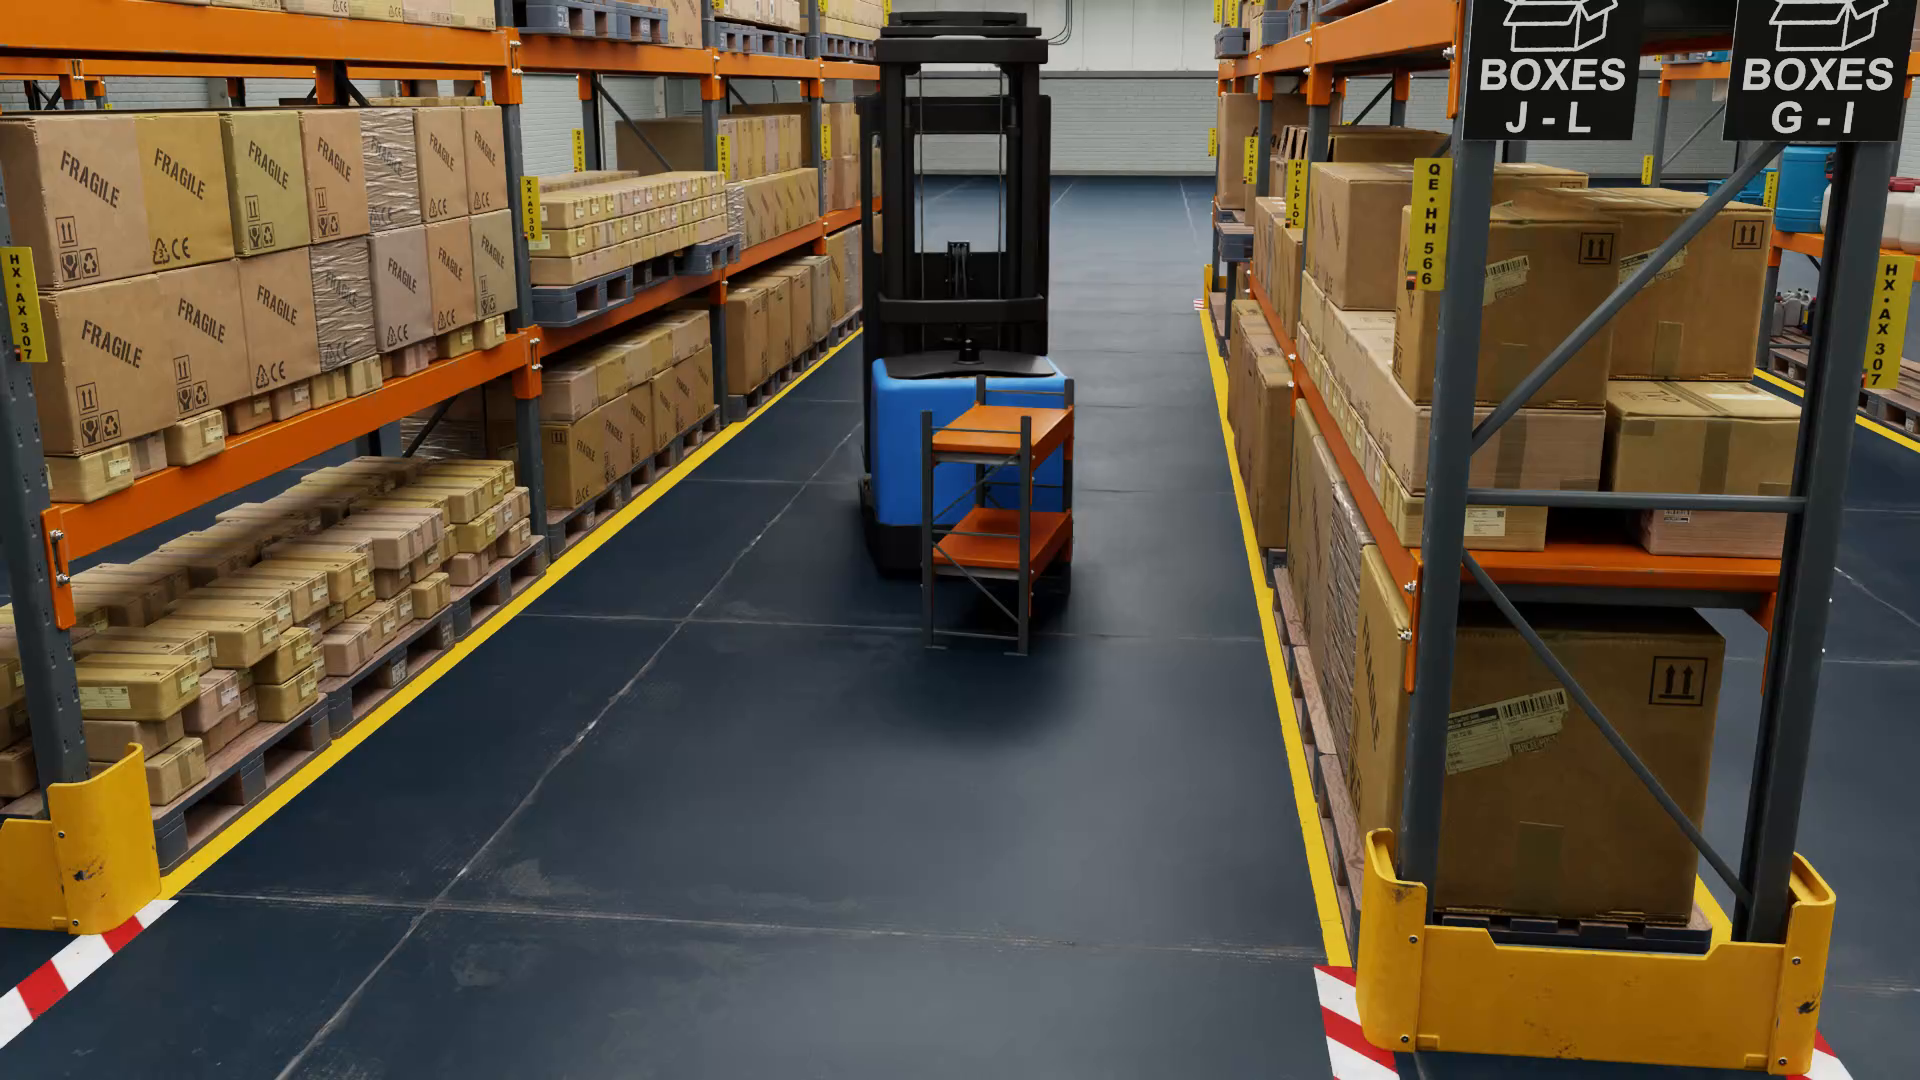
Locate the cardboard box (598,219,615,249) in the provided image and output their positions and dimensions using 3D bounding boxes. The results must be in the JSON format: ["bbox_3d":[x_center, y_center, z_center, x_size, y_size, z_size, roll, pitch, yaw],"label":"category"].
[{"bbox_3d":[-2.195,-1.751,9.498,0.380,0.149,0.250,2,15,8],"label":"cardboard box"}]

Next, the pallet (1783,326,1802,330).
[{"bbox_3d":[8.240,-2.204,17.409,1.003,0.211,1.213,2,15,6],"label":"pallet"}]

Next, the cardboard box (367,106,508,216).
[{"bbox_3d":[-2.537,-1.848,8.072,0.500,0.500,0.500,1,15,4],"label":"cardboard box"}]

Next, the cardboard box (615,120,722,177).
[{"bbox_3d":[-2.241,-2.988,12.858,0.700,0.500,0.500,2,15,6],"label":"cardboard box"}]

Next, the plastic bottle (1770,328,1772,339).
[{"bbox_3d":[7.719,-2.025,15.922,0.097,0.201,0.097,0,15,0],"label":"plastic bottle"}]

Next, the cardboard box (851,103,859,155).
[{"bbox_3d":[-1.578,-4.486,18.150,0.875,0.550,0.500,2,15,6],"label":"cardboard box"}]

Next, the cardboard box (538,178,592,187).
[{"bbox_3d":[-2.665,-2.323,11.043,0.380,0.149,0.250,2,15,9],"label":"cardboard box"}]

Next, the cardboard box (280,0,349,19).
[{"bbox_3d":[-2.722,-2.154,6.423,0.500,0.250,0.500,2,15,6],"label":"cardboard box"}]

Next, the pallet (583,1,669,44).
[{"bbox_3d":[-2.463,-3.087,9.944,1.213,0.211,1.003,2,15,6],"label":"pallet"}]

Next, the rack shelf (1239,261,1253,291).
[{"bbox_3d":[2.841,-2.340,13.947,1.077,0.370,4.000,2,15,6],"label":"rack shelf"}]

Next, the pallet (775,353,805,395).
[{"bbox_3d":[-1.997,-1.512,14.851,1.003,0.211,1.213,2,15,6],"label":"pallet"}]

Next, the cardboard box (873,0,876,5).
[{"bbox_3d":[-1.158,-6.150,18.869,0.380,0.149,0.250,2,15,7],"label":"cardboard box"}]

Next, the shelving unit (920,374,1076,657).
[{"bbox_3d":[0.200,-0.152,8.071,0.538,1.125,1.048,4,16,14],"label":"shelving unit"}]

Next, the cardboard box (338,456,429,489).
[{"bbox_3d":[-2.998,-0.334,8.667,0.380,0.149,0.250,2,15,9],"label":"cardboard box"}]

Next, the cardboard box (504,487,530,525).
[{"bbox_3d":[-2.473,-0.182,8.677,0.380,0.149,0.250,2,15,7],"label":"cardboard box"}]

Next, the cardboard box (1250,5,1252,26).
[{"bbox_3d":[2.810,-4.543,13.968,0.797,0.503,0.637,2,15,9],"label":"cardboard box"}]

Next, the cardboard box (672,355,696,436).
[{"bbox_3d":[-2.178,-1.024,11.686,0.500,0.500,0.500,2,15,9],"label":"cardboard box"}]

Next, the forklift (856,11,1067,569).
[{"bbox_3d":[-0.050,-1.594,9.941,1.130,2.935,3.031,-1,15,-5],"label":"forklift"}]

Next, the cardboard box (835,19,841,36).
[{"bbox_3d":[-1.414,-5.172,16.782,0.380,0.149,0.250,2,15,6],"label":"cardboard box"}]

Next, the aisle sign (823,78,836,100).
[{"bbox_3d":[-1.689,-5.698,20.006,0.394,0.787,0.004,2,15,6],"label":"aisle sign"}]

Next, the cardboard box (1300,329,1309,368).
[{"bbox_3d":[1.771,-0.875,7.631,0.380,0.149,0.250,1,15,4],"label":"cardboard box"}]

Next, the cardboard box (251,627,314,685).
[{"bbox_3d":[-2.727,0.437,6.387,0.380,0.149,0.250,2,15,8],"label":"cardboard box"}]

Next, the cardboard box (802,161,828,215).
[{"bbox_3d":[-1.820,-3.547,16.744,0.875,0.550,0.550,2,15,6],"label":"cardboard box"}]

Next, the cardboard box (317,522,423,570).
[{"bbox_3d":[-2.609,0.023,7.346,0.380,0.149,0.250,1,15,4],"label":"cardboard box"}]

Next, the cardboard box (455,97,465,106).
[{"bbox_3d":[-6.234,-4.940,19.507,0.700,0.500,0.500,2,15,7],"label":"cardboard box"}]

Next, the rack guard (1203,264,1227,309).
[{"bbox_3d":[3.510,-3.017,19.861,1.175,0.500,0.348,2,15,6],"label":"rack guard"}]

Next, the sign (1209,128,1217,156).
[{"bbox_3d":[2.979,-4.677,19.554,0.100,0.325,0.005,2,15,6],"label":"sign"}]

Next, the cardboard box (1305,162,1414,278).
[{"bbox_3d":[1.856,-1.447,7.549,0.500,0.500,0.500,2,15,6],"label":"cardboard box"}]

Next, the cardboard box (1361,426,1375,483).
[{"bbox_3d":[1.512,-0.272,5.402,0.380,0.149,0.250,2,15,7],"label":"cardboard box"}]

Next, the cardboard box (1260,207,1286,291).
[{"bbox_3d":[2.180,-1.832,10.498,0.500,0.500,0.500,1,15,5],"label":"cardboard box"}]

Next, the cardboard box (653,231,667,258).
[{"bbox_3d":[-2.078,-1.877,10.535,0.380,0.149,0.250,1,15,4],"label":"cardboard box"}]

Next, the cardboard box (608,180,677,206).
[{"bbox_3d":[-2.049,-2.233,10.712,0.380,0.149,0.250,2,15,9],"label":"cardboard box"}]

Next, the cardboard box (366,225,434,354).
[{"bbox_3d":[-2.644,-1.098,7.214,0.500,0.500,0.500,2,15,6],"label":"cardboard box"}]

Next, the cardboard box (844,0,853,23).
[{"bbox_3d":[-1.405,-5.529,17.336,0.500,0.250,0.500,2,15,6],"label":"cardboard box"}]

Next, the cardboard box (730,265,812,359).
[{"bbox_3d":[-1.943,-2.081,15.117,1.050,0.750,0.750,2,15,6],"label":"cardboard box"}]

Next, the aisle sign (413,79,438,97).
[{"bbox_3d":[-6.630,-5.815,20.441,0.394,0.787,0.004,2,15,6],"label":"aisle sign"}]

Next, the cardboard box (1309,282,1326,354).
[{"bbox_3d":[1.790,-0.959,7.180,0.500,0.250,0.500,2,15,6],"label":"cardboard box"}]

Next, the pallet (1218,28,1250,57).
[{"bbox_3d":[2.777,-4.137,13.829,1.213,0.211,1.003,2,15,6],"label":"pallet"}]

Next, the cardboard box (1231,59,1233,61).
[{"bbox_3d":[2.928,-4.842,16.365,0.500,0.250,0.500,2,15,8],"label":"cardboard box"}]

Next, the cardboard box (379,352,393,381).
[{"bbox_3d":[-2.699,-0.761,7.213,0.380,0.149,0.250,1,15,5],"label":"cardboard box"}]

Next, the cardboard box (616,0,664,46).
[{"bbox_3d":[-2.217,-3.422,10.632,0.500,0.500,0.500,2,15,6],"label":"cardboard box"}]

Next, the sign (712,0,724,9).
[{"bbox_3d":[-1.763,-4.022,12.052,0.100,0.325,0.005,2,15,6],"label":"sign"}]

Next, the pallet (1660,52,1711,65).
[{"bbox_3d":[8.249,-5.242,17.919,1.003,0.211,1.213,2,15,6],"label":"pallet"}]

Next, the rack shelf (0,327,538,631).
[{"bbox_3d":[-2.979,-0.437,6.911,1.077,0.370,4.000,2,15,6],"label":"rack shelf"}]

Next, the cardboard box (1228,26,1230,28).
[{"bbox_3d":[3.093,-5.482,17.965,0.380,0.149,0.250,2,15,6],"label":"cardboard box"}]

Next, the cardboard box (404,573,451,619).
[{"bbox_3d":[-2.575,0.250,7.646,0.380,0.149,0.250,2,15,6],"label":"cardboard box"}]

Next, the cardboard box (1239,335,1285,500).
[{"bbox_3d":[2.316,-0.706,9.794,1.225,0.875,0.875,1,15,4],"label":"cardboard box"}]

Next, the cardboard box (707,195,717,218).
[{"bbox_3d":[-1.933,-2.355,11.731,0.380,0.149,0.250,2,15,8],"label":"cardboard box"}]

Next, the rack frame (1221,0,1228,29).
[{"bbox_3d":[3.518,-7.139,18.825,1.000,3.000,0.127,2,15,6],"label":"rack frame"}]

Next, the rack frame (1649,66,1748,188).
[{"bbox_3d":[8.439,-4.097,19.068,1.000,3.000,0.127,2,15,6],"label":"rack frame"}]

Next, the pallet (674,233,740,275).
[{"bbox_3d":[-2.276,-2.060,11.902,1.213,0.211,1.003,2,15,6],"label":"pallet"}]

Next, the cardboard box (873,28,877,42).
[{"bbox_3d":[-1.157,-5.765,18.975,0.380,0.149,0.250,2,15,7],"label":"cardboard box"}]

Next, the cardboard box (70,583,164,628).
[{"bbox_3d":[-3.316,0.276,6.412,0.380,0.149,0.250,1,15,4],"label":"cardboard box"}]

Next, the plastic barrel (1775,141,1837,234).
[{"bbox_3d":[7.643,-3.211,14.829,0.600,0.901,0.708,2,15,6],"label":"plastic barrel"}]

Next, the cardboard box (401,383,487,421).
[{"bbox_3d":[-2.920,-0.862,9.651,0.500,0.250,0.500,1,15,5],"label":"cardboard box"}]

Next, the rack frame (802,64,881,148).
[{"bbox_3d":[-1.399,-4.416,20.245,1.000,3.000,0.127,2,15,6],"label":"rack frame"}]
